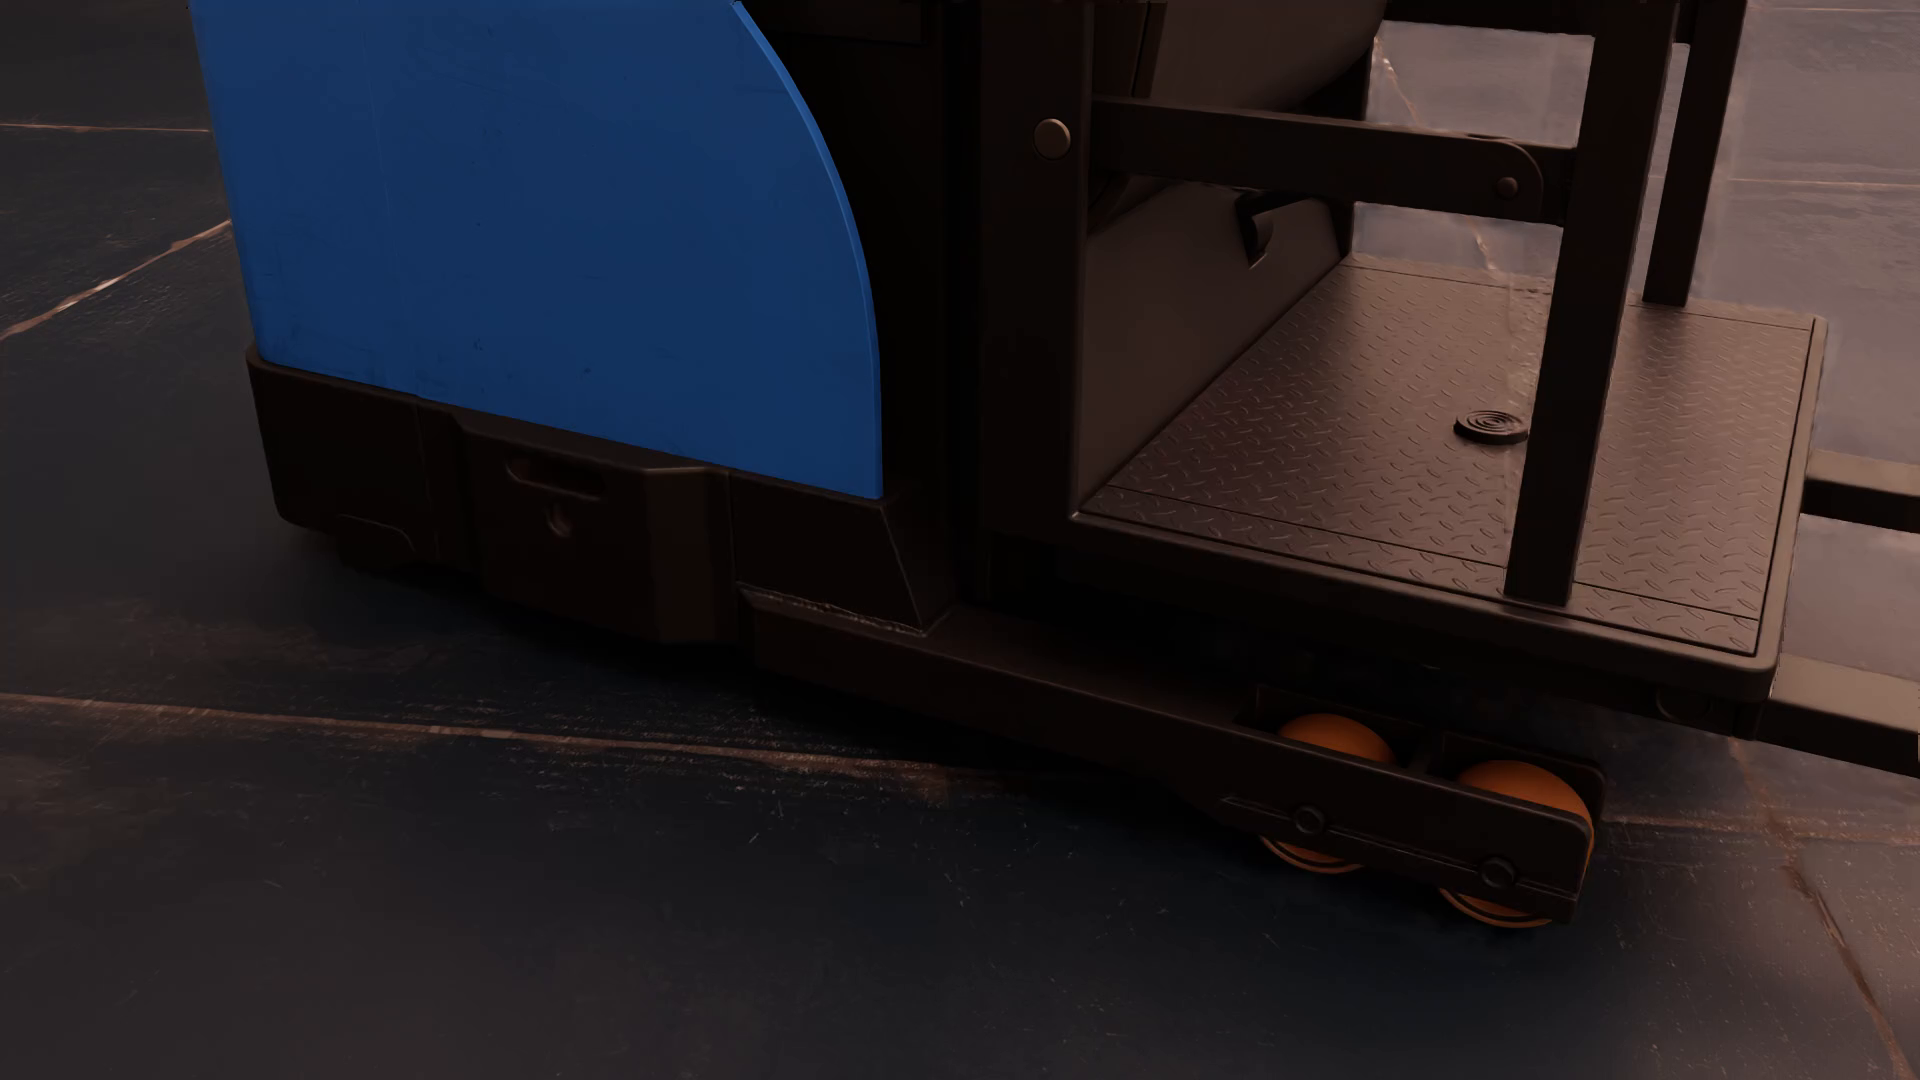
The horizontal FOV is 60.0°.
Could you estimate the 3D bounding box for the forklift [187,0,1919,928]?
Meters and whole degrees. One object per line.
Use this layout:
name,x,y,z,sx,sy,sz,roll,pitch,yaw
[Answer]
forklift,0.542,-1.187,1.595,3.031,2.935,1.130,13,29,24
